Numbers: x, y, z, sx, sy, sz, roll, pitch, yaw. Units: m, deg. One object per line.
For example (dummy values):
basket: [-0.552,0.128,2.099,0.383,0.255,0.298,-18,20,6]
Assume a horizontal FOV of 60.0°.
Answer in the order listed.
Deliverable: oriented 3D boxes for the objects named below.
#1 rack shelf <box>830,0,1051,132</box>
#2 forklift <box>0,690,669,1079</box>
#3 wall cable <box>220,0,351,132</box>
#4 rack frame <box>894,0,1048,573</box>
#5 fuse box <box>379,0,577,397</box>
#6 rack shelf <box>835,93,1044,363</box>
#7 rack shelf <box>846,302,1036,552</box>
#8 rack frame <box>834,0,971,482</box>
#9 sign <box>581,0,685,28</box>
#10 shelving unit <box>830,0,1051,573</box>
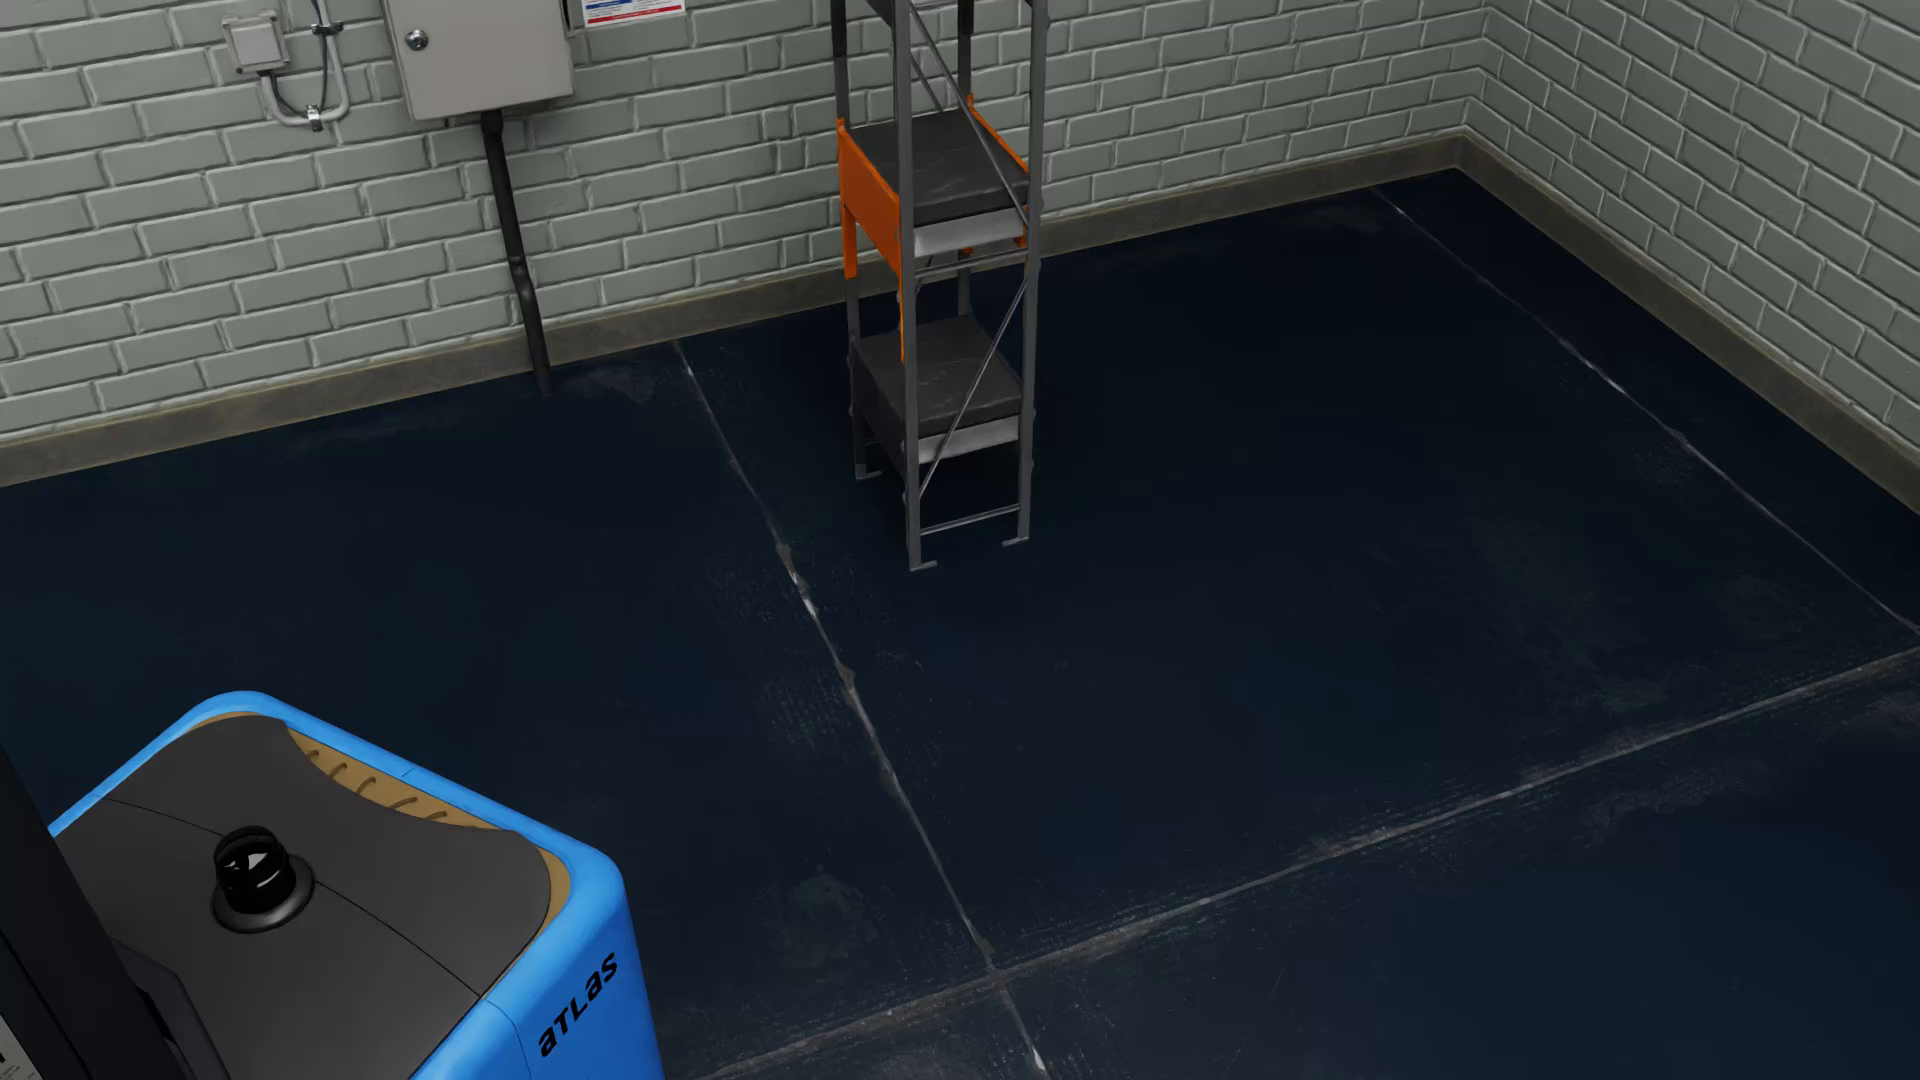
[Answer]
rack shelf: [-0.063,-1.416,4.234,0.431,0.518,0.480,-15,43,-17]
forklift: [-1.724,0.972,1.872,1.130,2.935,3.031,19,44,21]
wall cable: [-2.111,-1.958,4.447,0.588,1.984,0.122,-15,43,-17]
rack frame: [0.030,-0.749,4.510,0.400,2.100,0.015,-15,43,-17]
fuse box: [-1.420,-1.160,5.286,0.539,1.711,0.414,-15,43,-17]
rack shelf: [-0.063,-0.885,4.690,0.431,0.518,0.480,-15,43,-17]
rack shelf: [-0.063,-0.355,5.147,0.431,0.518,0.480,-15,43,-17]
rack frame: [-0.157,-1.043,4.852,0.400,2.100,0.015,-15,43,-17]
sign: [-1.043,-1.860,5.185,0.329,0.494,0.001,-15,43,-17]
shelving unit: [-0.063,-0.896,4.681,0.431,2.100,0.503,-15,43,-17]
